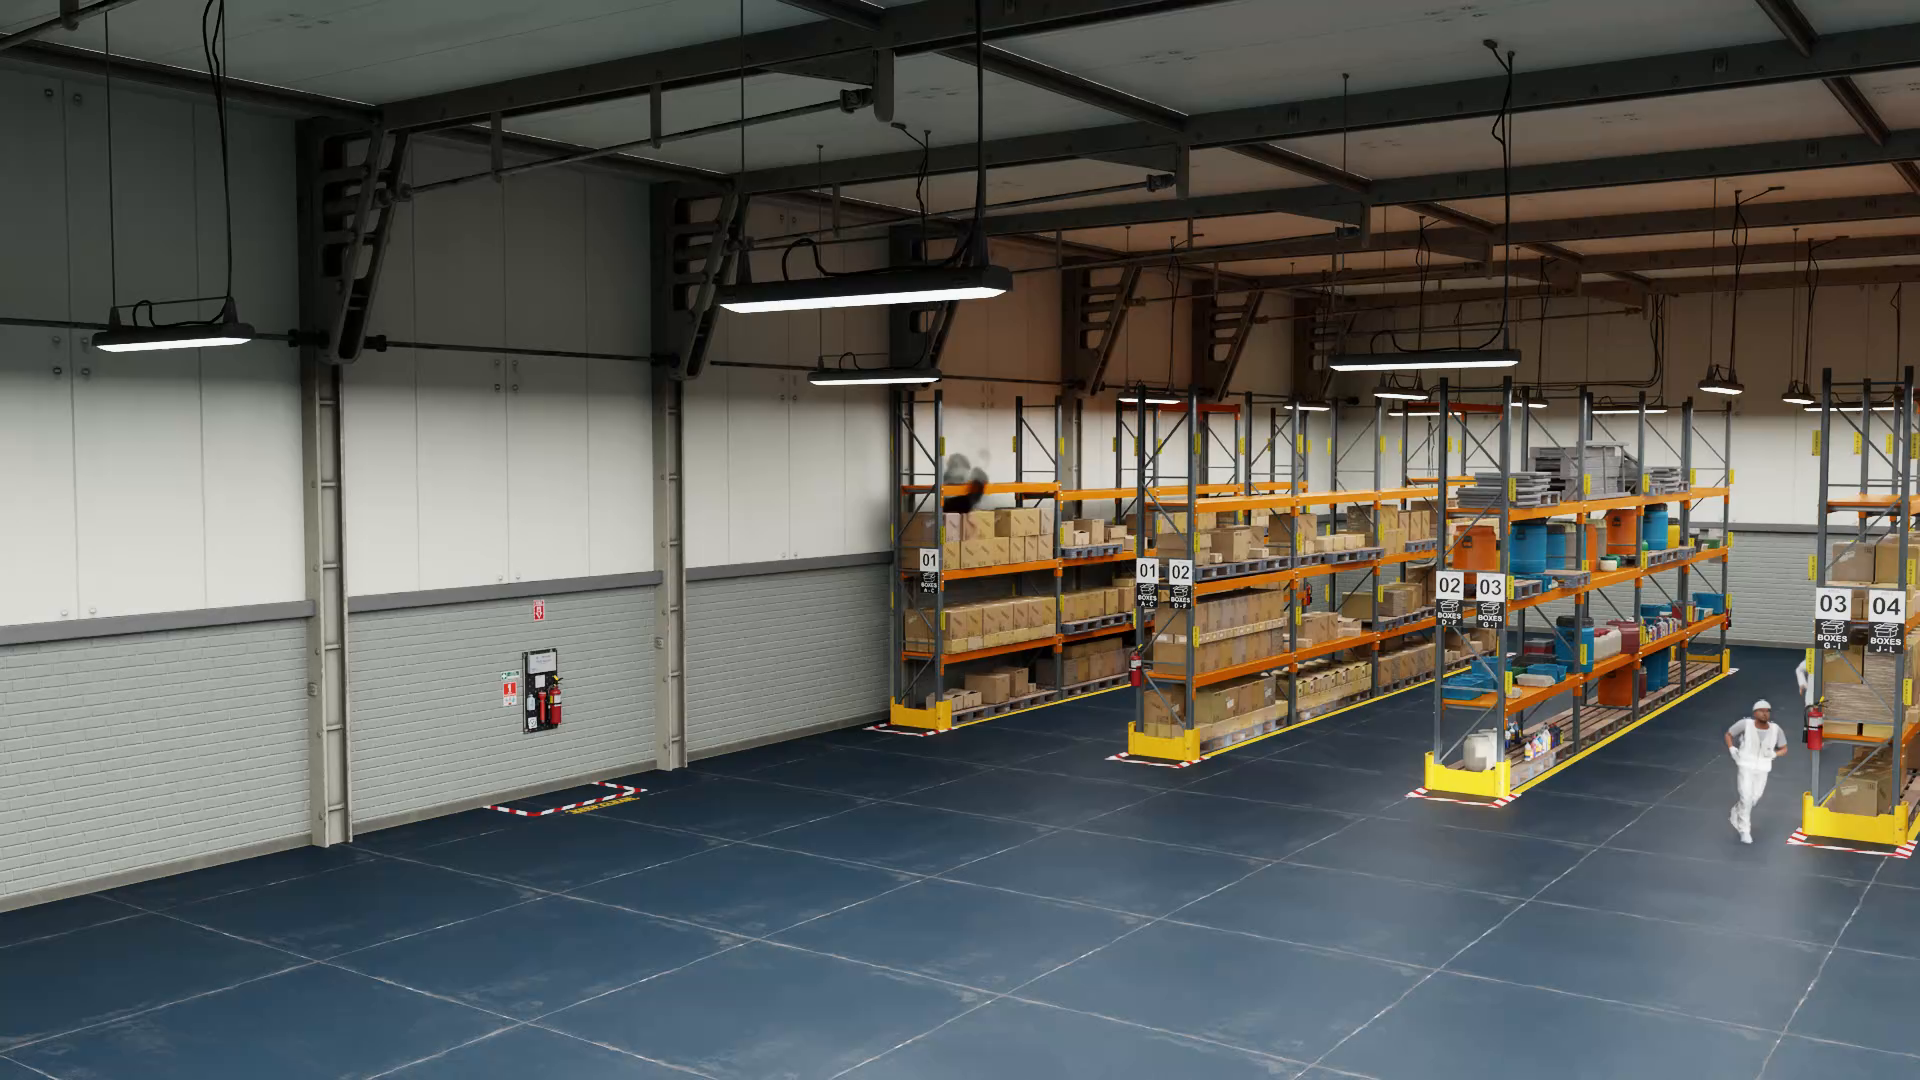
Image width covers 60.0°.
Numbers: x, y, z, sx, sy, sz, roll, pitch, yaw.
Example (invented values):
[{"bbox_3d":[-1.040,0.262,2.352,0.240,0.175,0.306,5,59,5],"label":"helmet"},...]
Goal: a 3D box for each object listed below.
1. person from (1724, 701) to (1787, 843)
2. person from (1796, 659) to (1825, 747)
[{"bbox_3d":[10.221,2.937,21.351,0.715,1.778,0.903,1,3,11],"label":"person"},{"bbox_3d":[14.279,2.581,27.594,0.713,1.738,0.618,1,4,23],"label":"person"}]
